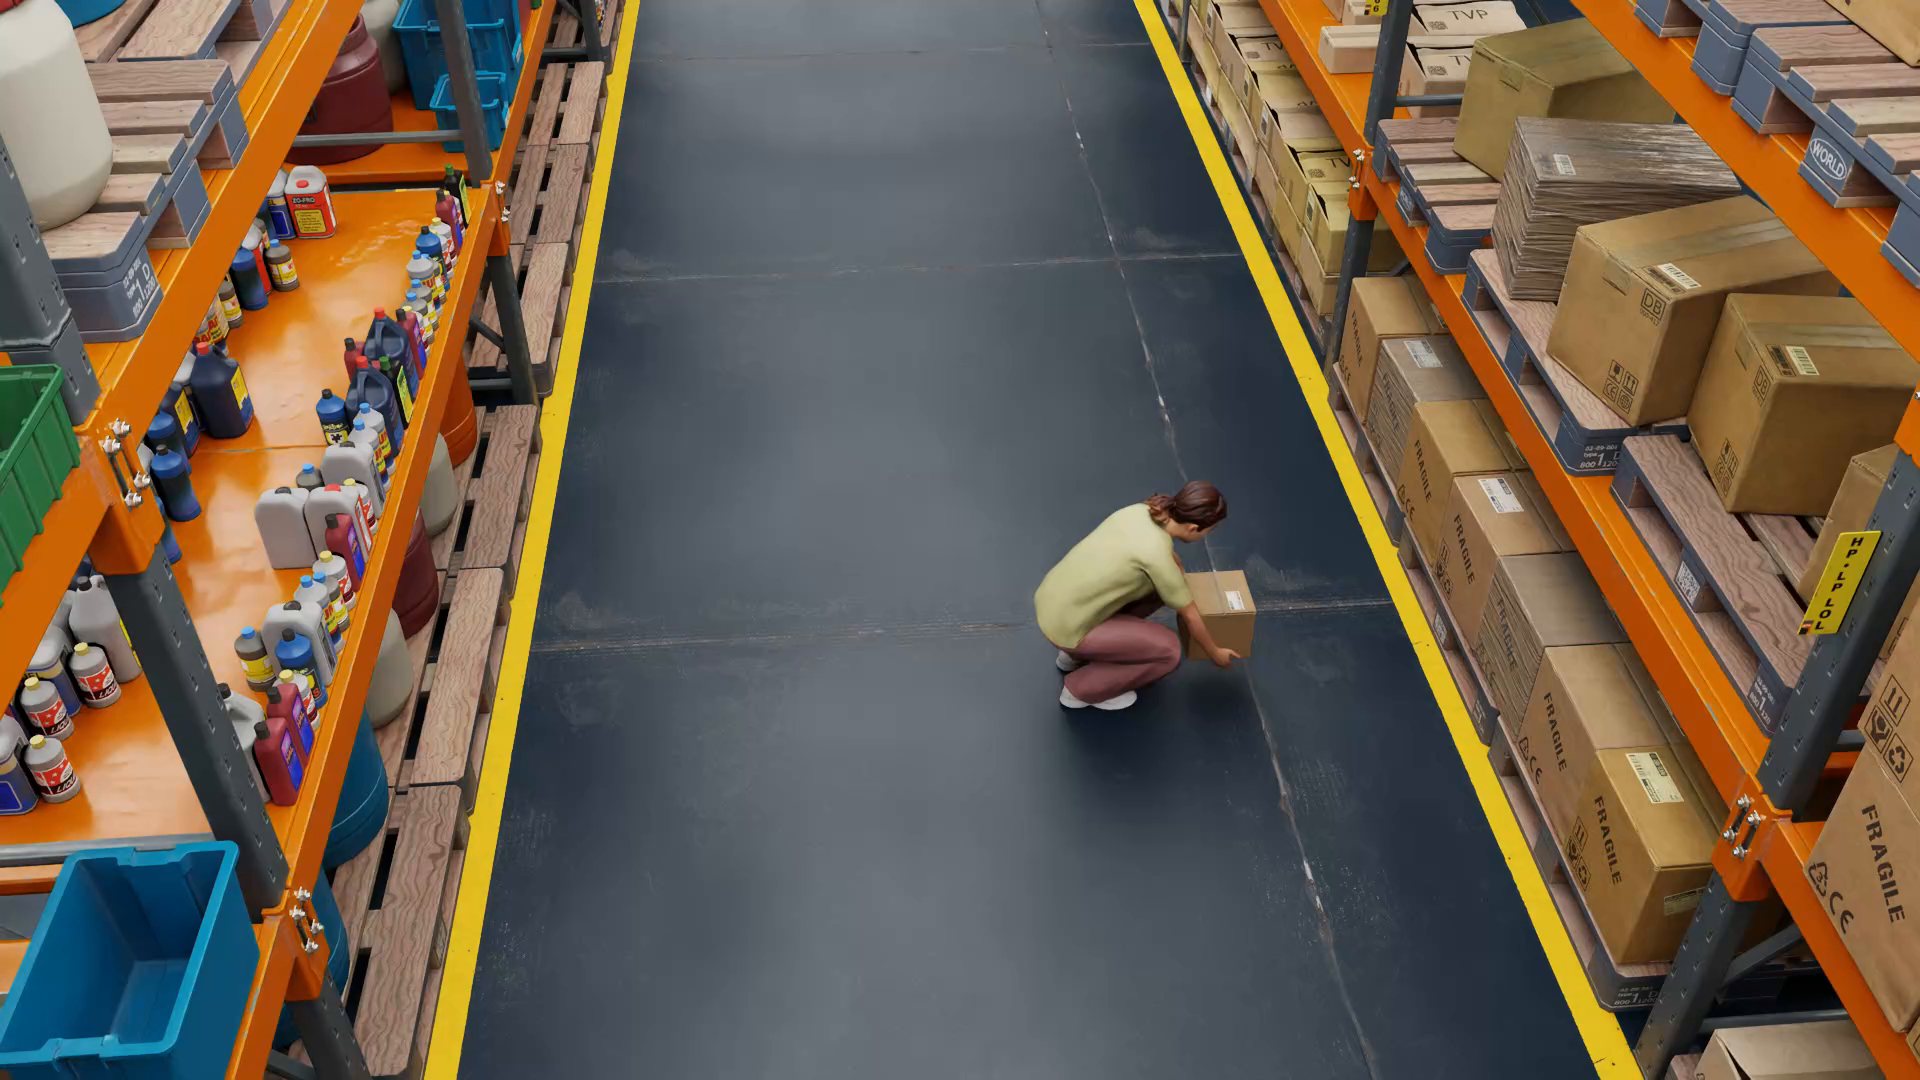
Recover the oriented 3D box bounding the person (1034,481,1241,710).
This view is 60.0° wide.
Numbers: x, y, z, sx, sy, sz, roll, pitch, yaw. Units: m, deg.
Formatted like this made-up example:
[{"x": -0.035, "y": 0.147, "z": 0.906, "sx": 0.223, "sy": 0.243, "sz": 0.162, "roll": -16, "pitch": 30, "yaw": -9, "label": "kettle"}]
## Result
[{"x": 0.695, "y": 0.203, "z": 6.495, "sx": 0.809, "sy": 0.941, "sz": 0.468, "roll": -4, "pitch": 39, "yaw": -5, "label": "person"}]
